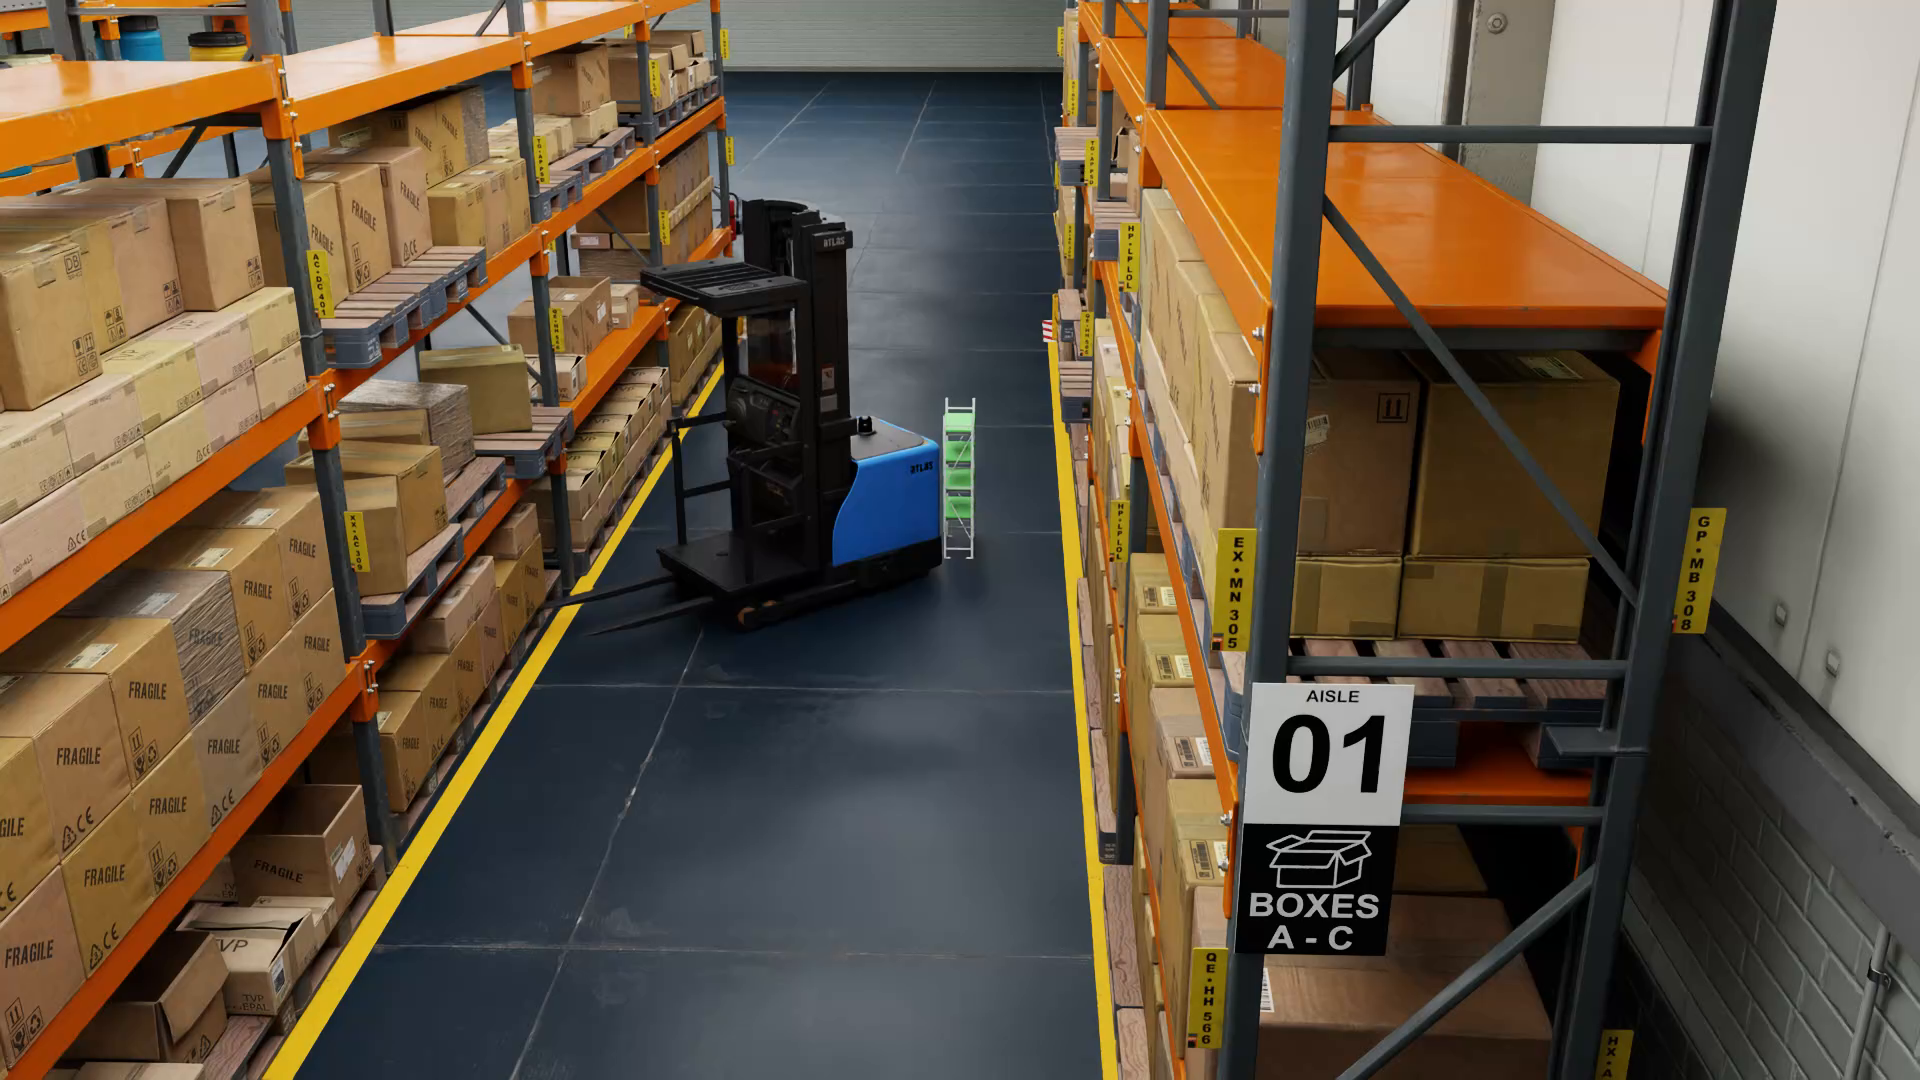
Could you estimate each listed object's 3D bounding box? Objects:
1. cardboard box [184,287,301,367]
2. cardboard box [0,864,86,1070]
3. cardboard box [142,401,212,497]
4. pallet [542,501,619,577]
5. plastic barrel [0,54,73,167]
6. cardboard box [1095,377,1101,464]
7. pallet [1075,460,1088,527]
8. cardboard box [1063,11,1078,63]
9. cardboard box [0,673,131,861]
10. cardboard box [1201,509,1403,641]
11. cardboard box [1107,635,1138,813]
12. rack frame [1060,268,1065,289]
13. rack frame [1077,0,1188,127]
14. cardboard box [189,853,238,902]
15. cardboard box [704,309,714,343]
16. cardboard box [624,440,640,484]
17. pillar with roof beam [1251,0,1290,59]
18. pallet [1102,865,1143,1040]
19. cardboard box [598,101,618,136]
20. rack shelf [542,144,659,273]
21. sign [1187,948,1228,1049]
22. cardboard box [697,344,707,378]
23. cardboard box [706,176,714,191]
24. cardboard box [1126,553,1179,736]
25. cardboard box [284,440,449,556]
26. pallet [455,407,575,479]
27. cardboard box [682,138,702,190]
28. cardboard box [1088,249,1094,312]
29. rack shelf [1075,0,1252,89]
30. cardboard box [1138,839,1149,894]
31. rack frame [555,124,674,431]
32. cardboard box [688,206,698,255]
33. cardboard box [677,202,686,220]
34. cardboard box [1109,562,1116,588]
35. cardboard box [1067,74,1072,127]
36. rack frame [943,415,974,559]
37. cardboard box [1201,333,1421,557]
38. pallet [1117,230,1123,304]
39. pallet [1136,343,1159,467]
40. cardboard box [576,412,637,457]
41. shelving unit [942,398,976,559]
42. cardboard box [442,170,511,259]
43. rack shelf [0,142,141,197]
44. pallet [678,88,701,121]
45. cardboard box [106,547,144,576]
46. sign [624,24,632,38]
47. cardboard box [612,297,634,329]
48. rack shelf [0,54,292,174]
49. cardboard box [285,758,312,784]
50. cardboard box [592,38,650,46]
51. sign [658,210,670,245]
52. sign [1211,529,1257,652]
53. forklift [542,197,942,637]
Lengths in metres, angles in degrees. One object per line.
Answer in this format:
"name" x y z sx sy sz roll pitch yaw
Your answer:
"cardboard box" -3.354 -0.972 7.550 0.500 0.250 0.500 1 21 2
"cardboard box" -3.445 1.467 5.758 0.500 0.500 0.500 0 21 1
"cardboard box" -3.392 -0.377 6.708 0.500 0.250 0.500 1 21 2
"pallet" -3.425 -0.032 13.614 1.003 0.211 1.213 1 21 2
"plastic barrel" -8.136 -3.747 14.492 0.600 0.901 0.600 0 21 0
"cardboard box" 1.167 -0.815 11.198 0.500 0.500 0.500 1 21 3
"pallet" 1.528 -0.405 14.573 1.003 0.211 1.213 1 21 2
"cardboard box" 1.386 -5.478 18.098 0.500 0.500 0.500 0 21 1
"cardboard box" -3.427 0.817 6.049 0.500 0.500 0.500 1 21 2
"cardboard box" 0.976 0.072 4.832 0.500 0.250 0.500 1 21 3
"cardboard box" 1.231 1.034 9.402 0.750 0.750 0.750 1 21 2
"rack frame" 1.706 -3.875 19.662 1.000 3.000 0.127 1 21 2
"rack frame" 1.584 -5.225 14.849 1.000 3.000 0.127 1 21 2
"cardboard box" -3.839 1.609 8.638 0.500 0.311 0.500 1 21 2
"cardboard box" -2.997 -2.452 18.178 0.500 0.500 0.500 1 21 2
"cardboard box" -3.139 -0.690 14.676 0.500 0.250 0.500 1 21 3
"pillar with roof beam" -1.936 -4.287 12.430 9.100 9.000 0.400 1 21 2
"pallet" 1.240 2.038 8.277 1.003 0.211 1.213 1 21 2
"cardboard box" -3.395 -3.783 14.906 0.500 0.250 0.500 3 21 7
"rack shelf" -3.428 -2.821 13.795 1.077 0.370 4.000 1 21 2
"sign" 0.677 1.249 4.528 0.100 0.325 0.005 1 21 2
"cardboard box" -3.009 -1.921 17.848 0.500 0.250 0.500 1 21 2
"cardboard box" -3.067 -4.137 19.302 0.380 0.149 0.250 0 21 1
"cardboard box" 1.308 0.520 7.920 0.980 0.700 0.700 1 21 2
"cardboard box" -3.415 -0.250 9.600 0.700 0.500 0.500 4 22 10
"pallet" -3.439 -0.700 11.745 1.213 0.211 1.003 1 21 2
"cardboard box" -3.285 -4.201 18.572 0.700 0.500 0.500 0 21 0
"cardboard box" 1.511 -2.294 14.843 0.700 0.500 0.500 3 21 7
"rack shelf" 1.524 -3.980 13.188 1.077 0.370 4.000 1 21 2
"cardboard box" 1.023 1.522 7.730 0.380 0.149 0.250 1 21 3
"rack frame" -3.367 -2.482 16.071 1.000 3.000 0.127 1 21 2
"cardboard box" -3.304 -3.436 18.394 0.700 0.500 0.500 1 21 2
"cardboard box" -3.122 -3.486 17.624 0.380 0.149 0.250 0 21 1
"cardboard box" 1.055 0.166 9.568 0.380 0.149 0.250 1 21 2
"cardboard box" 1.360 -4.452 16.836 0.500 0.500 0.500 0 21 0
"rack frame" -0.012 -0.411 13.224 0.240 1.200 0.015 1 21 2
"cardboard box" 0.969 -0.278 4.697 0.500 0.500 0.500 1 21 1
"pallet" 1.465 -1.655 10.055 1.003 0.211 1.213 2 21 4
"pallet" 1.306 -0.597 7.191 1.003 0.211 1.213 1 21 2
"cardboard box" -3.139 -0.957 14.587 0.500 0.311 0.500 0 21 1
"shelving unit" -0.005 -0.500 13.451 0.258 1.200 0.503 1 21 2
"cardboard box" -3.484 -2.138 10.900 0.910 0.500 0.500 1 21 2
"rack shelf" -8.379 -2.877 13.939 1.077 0.370 4.000 1 21 2
"pallet" -3.327 -4.587 17.474 1.003 0.211 1.213 1 21 2
"cardboard box" -3.921 0.252 7.505 0.500 0.500 0.500 0 21 0
"sign" -3.800 -5.779 19.105 0.100 0.325 0.005 1 21 2
"cardboard box" -3.210 -2.099 15.271 0.396 0.266 0.258 0 21 0
"rack shelf" -3.671 -1.326 5.798 1.077 0.370 4.000 1 21 2
"cardboard box" -3.882 1.190 9.457 0.500 0.500 0.500 1 21 1
"cardboard box" -3.569 -5.036 17.597 0.500 0.500 0.500 1 21 2
"sign" -2.824 -2.982 15.870 0.100 0.325 0.005 1 21 2
"sign" 0.677 0.125 4.092 0.100 0.325 0.005 1 21 2
"forklift" -1.618 -0.926 12.157 3.031 2.935 1.130 -16 26 -35
